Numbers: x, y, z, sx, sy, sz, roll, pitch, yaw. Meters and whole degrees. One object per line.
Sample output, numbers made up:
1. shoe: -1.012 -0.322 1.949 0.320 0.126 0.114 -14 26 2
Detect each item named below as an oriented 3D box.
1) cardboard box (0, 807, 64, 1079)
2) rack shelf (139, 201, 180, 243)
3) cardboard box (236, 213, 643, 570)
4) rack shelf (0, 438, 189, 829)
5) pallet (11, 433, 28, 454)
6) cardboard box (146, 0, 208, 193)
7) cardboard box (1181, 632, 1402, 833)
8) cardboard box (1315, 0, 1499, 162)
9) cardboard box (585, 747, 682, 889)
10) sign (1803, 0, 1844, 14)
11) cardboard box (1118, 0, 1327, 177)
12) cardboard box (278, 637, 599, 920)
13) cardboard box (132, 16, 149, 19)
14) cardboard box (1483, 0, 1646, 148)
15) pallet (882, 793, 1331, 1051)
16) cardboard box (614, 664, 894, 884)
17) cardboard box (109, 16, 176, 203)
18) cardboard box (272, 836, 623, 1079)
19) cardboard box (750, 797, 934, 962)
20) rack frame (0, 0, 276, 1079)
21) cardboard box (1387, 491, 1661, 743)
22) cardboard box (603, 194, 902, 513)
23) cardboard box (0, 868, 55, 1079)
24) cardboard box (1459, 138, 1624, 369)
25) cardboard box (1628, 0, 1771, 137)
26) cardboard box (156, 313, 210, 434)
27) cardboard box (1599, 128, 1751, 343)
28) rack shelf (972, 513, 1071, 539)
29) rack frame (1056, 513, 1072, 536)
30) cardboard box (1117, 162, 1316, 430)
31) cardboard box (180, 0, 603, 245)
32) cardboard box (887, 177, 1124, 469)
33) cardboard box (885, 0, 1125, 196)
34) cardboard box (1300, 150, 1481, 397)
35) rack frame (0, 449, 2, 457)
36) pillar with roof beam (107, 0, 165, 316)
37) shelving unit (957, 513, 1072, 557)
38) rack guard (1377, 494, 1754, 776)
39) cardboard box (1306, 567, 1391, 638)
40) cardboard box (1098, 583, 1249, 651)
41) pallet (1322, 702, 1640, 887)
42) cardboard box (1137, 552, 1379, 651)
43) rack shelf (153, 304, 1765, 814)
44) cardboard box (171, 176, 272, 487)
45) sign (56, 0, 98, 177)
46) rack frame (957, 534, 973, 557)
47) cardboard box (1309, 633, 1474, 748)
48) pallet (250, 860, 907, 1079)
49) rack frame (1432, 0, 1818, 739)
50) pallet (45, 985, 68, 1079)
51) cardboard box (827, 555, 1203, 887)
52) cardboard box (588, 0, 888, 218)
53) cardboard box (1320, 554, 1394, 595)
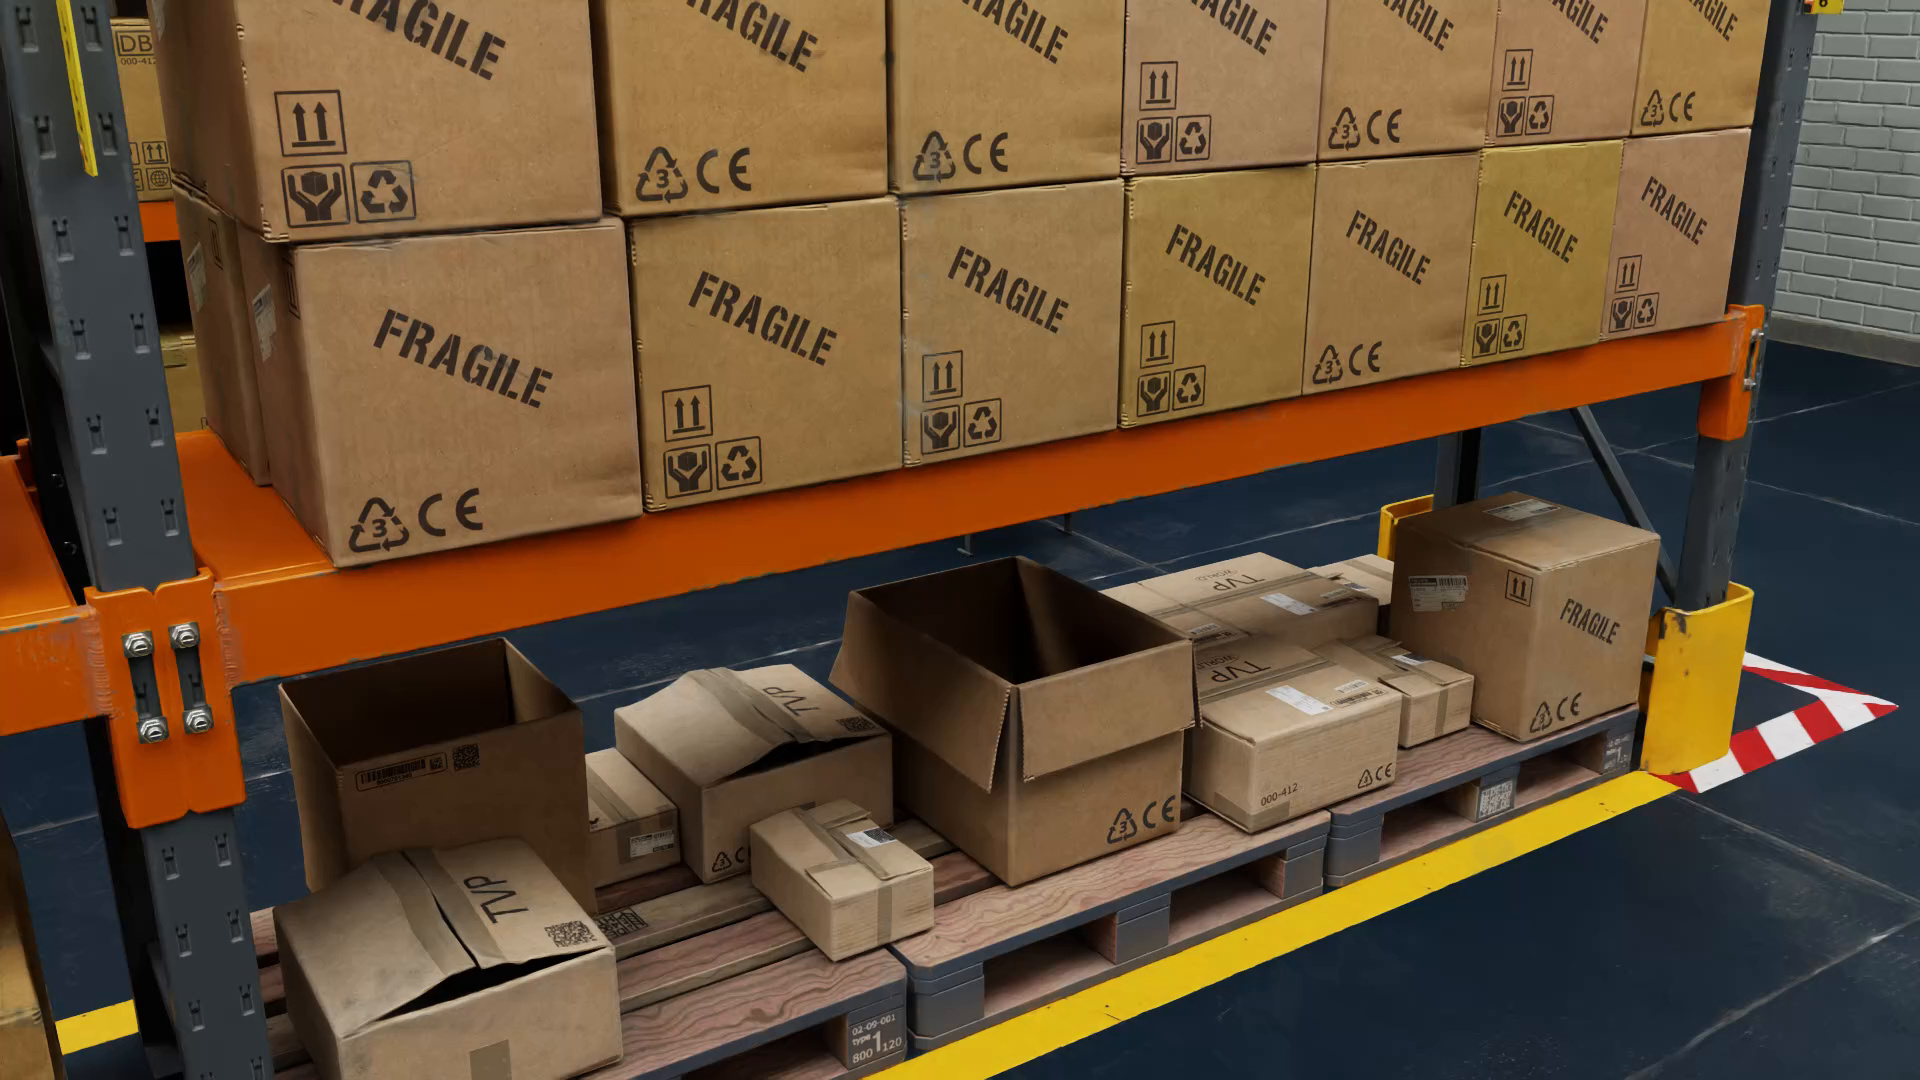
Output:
1. cardboard box: -1.987 0.762 3.024 0.500 0.500 0.500 -13 23 -34
2. rack shelf: -2.506 -1.570 7.828 4.000 0.370 1.077 -12 22 -31
3. cardboard box: -0.873 -0.298 2.787 0.500 0.500 0.500 -11 22 -30
4. rack shelf: -3.119 0.459 1.827 4.000 0.370 1.077 -12 22 -31
5. pallet: -3.498 -0.350 7.452 1.213 0.211 1.003 -12 22 -31
6. cardboard box: -1.169 -0.913 3.045 0.500 0.500 0.500 -12 22 -31
7. cardboard box: 0.763 0.477 4.258 0.500 0.250 0.500 -12 22 -31
8. cardboard box: 0.819 -1.126 3.674 0.500 0.500 0.500 -11 22 -30
9. cardboard box: -0.849 0.650 3.904 0.250 0.149 0.380 -12 22 -31
10. sign: 2.180 -1.485 4.152 0.005 0.325 0.100 -12 22 -31
11. cardboard box: 0.390 -1.035 3.407 0.500 0.500 0.500 -11 22 -30
12. cardboard box: -1.129 0.566 3.605 0.500 0.500 0.500 -12 22 -31
13. cardboard box: -3.102 -1.919 7.268 0.700 0.700 0.980 -13 22 -33
14. cardboard box: 1.250 -1.218 3.948 0.500 0.500 0.500 -11 22 -30
15. pallet: 0.145 0.750 4.197 1.213 0.211 1.003 -12 22 -31
16. cardboard box: -0.503 0.523 4.026 0.500 0.311 0.500 -12 22 -31
17. cardboard box: -3.715 -1.792 6.892 0.700 0.700 0.980 -12 22 -31
18. cardboard box: -0.979 0.815 3.161 0.500 0.311 0.500 -12 22 -31
19. cardboard box: -0.263 0.729 3.643 0.250 0.166 0.380 -12 22 -31
20. rack frame: -1.449 -0.234 2.753 0.127 3.000 1.000 -12 22 -31
21. cardboard box: 1.573 0.199 4.689 0.500 0.500 0.500 -12 22 -31
22. cardboard box: -0.448 -0.389 3.057 0.500 0.500 0.500 -11 22 -30
23. cardboard box: -1.704 0.905 2.599 0.500 0.500 0.500 -12 22 -32
24. cardboard box: 1.236 -0.742 4.100 0.500 0.500 0.500 -12 22 -31
25. cardboard box: 1.671 -1.308 4.212 0.500 0.500 0.500 -12 22 -32
26. cardboard box: -3.496 -0.677 7.312 0.500 0.500 0.700 -12 22 -31
27. cardboard box: 1.667 -0.834 4.373 0.500 0.500 0.500 -11 22 -30
28. rack shelf: 0.138 -0.348 6.723 0.480 0.518 0.431 -12 22 -31
29. rack frame: 0.342 -1.067 6.622 0.015 2.100 0.400 -12 22 -31
30. cardboard box: 0.395 -0.567 3.582 0.500 0.500 0.500 -12 22 -32
31. cardboard box: -0.901 -0.763 2.600 0.500 0.500 0.500 -11 22 -30
32. cardboard box: -0.029 -0.477 3.315 0.500 0.500 0.500 -12 22 -32
33. cardboard box: -0.040 -0.944 3.137 0.500 0.500 0.500 -13 22 -33
34. cardboard box: 0.816 -0.655 3.844 0.500 0.500 0.500 -12 22 -31
35. rack frame: -4.177 -1.558 6.671 0.127 3.000 1.000 -12 22 -31
36. pillar with roof beam: -1.700 -3.604 3.353 0.400 9.000 9.100 -12 22 -31
37. shelving unit: 0.138 -1.024 6.495 0.503 2.100 0.431 -12 22 -31
38. rack guard: 1.828 0.259 5.198 0.348 0.500 1.175 -12 22 -31
39. cardboard box: 1.144 0.221 5.144 0.250 0.166 0.380 -12 22 -31
40. cardboard box: 0.446 0.352 4.627 0.500 0.250 0.500 -12 22 -31
41. pallet: 1.163 0.537 4.828 1.213 0.211 1.003 -12 22 -31
42. cardboard box: 0.864 0.264 4.888 0.500 0.250 0.500 -12 22 -31
43. rack shelf: 0.221 -0.245 3.911 4.000 0.370 1.077 -12 22 -31
44. cardboard box: -1.173 -0.438 3.201 0.500 0.500 0.500 -11 22 -31
45. sign: -1.141 -0.635 2.131 0.005 0.325 0.100 -12 22 -31
46. rack frame: -0.066 -0.981 6.368 0.015 2.100 0.400 -12 22 -31
47. cardboard box: 1.185 0.404 4.603 0.250 0.166 0.380 -12 22 -31
48. pallet: -0.875 0.966 3.557 1.213 0.211 1.003 -12 22 -31
49. rack frame: 1.892 -0.939 4.837 0.127 3.000 1.000 -12 22 -31
50. pallet: -2.108 1.240 2.746 1.213 0.211 1.003 -12 22 -31
51. cardboard box: 0.117 0.408 4.066 0.637 0.503 0.797 -12 22 -31
52. cardboard box: -0.470 -0.854 2.869 0.500 0.500 0.500 -13 22 -33
53. cardboard box: 1.353 0.185 5.277 0.250 0.149 0.380 -12 22 -31
